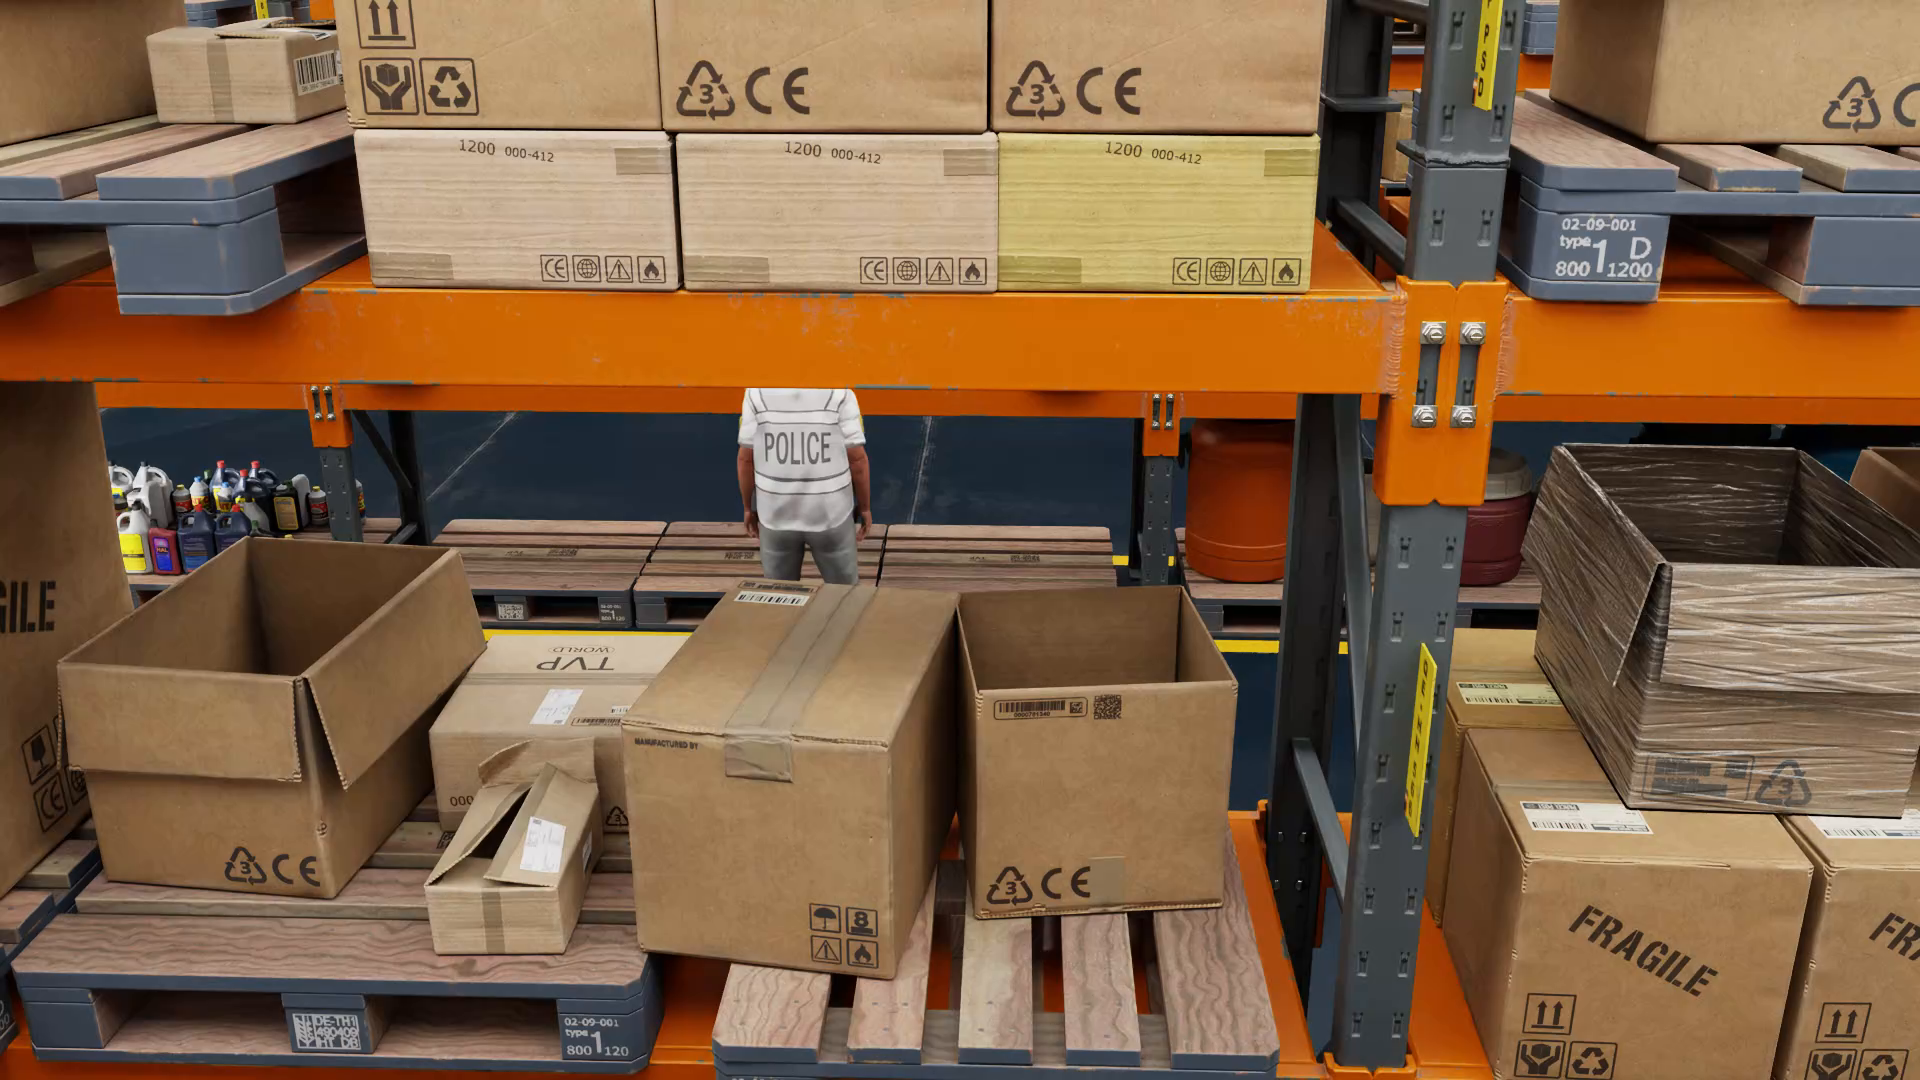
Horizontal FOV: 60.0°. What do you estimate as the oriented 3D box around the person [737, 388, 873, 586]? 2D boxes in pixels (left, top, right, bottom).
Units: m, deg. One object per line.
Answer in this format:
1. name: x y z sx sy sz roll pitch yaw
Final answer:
1. person: -0.687 -0.126 7.403 0.585 1.748 0.432 1 21 2
